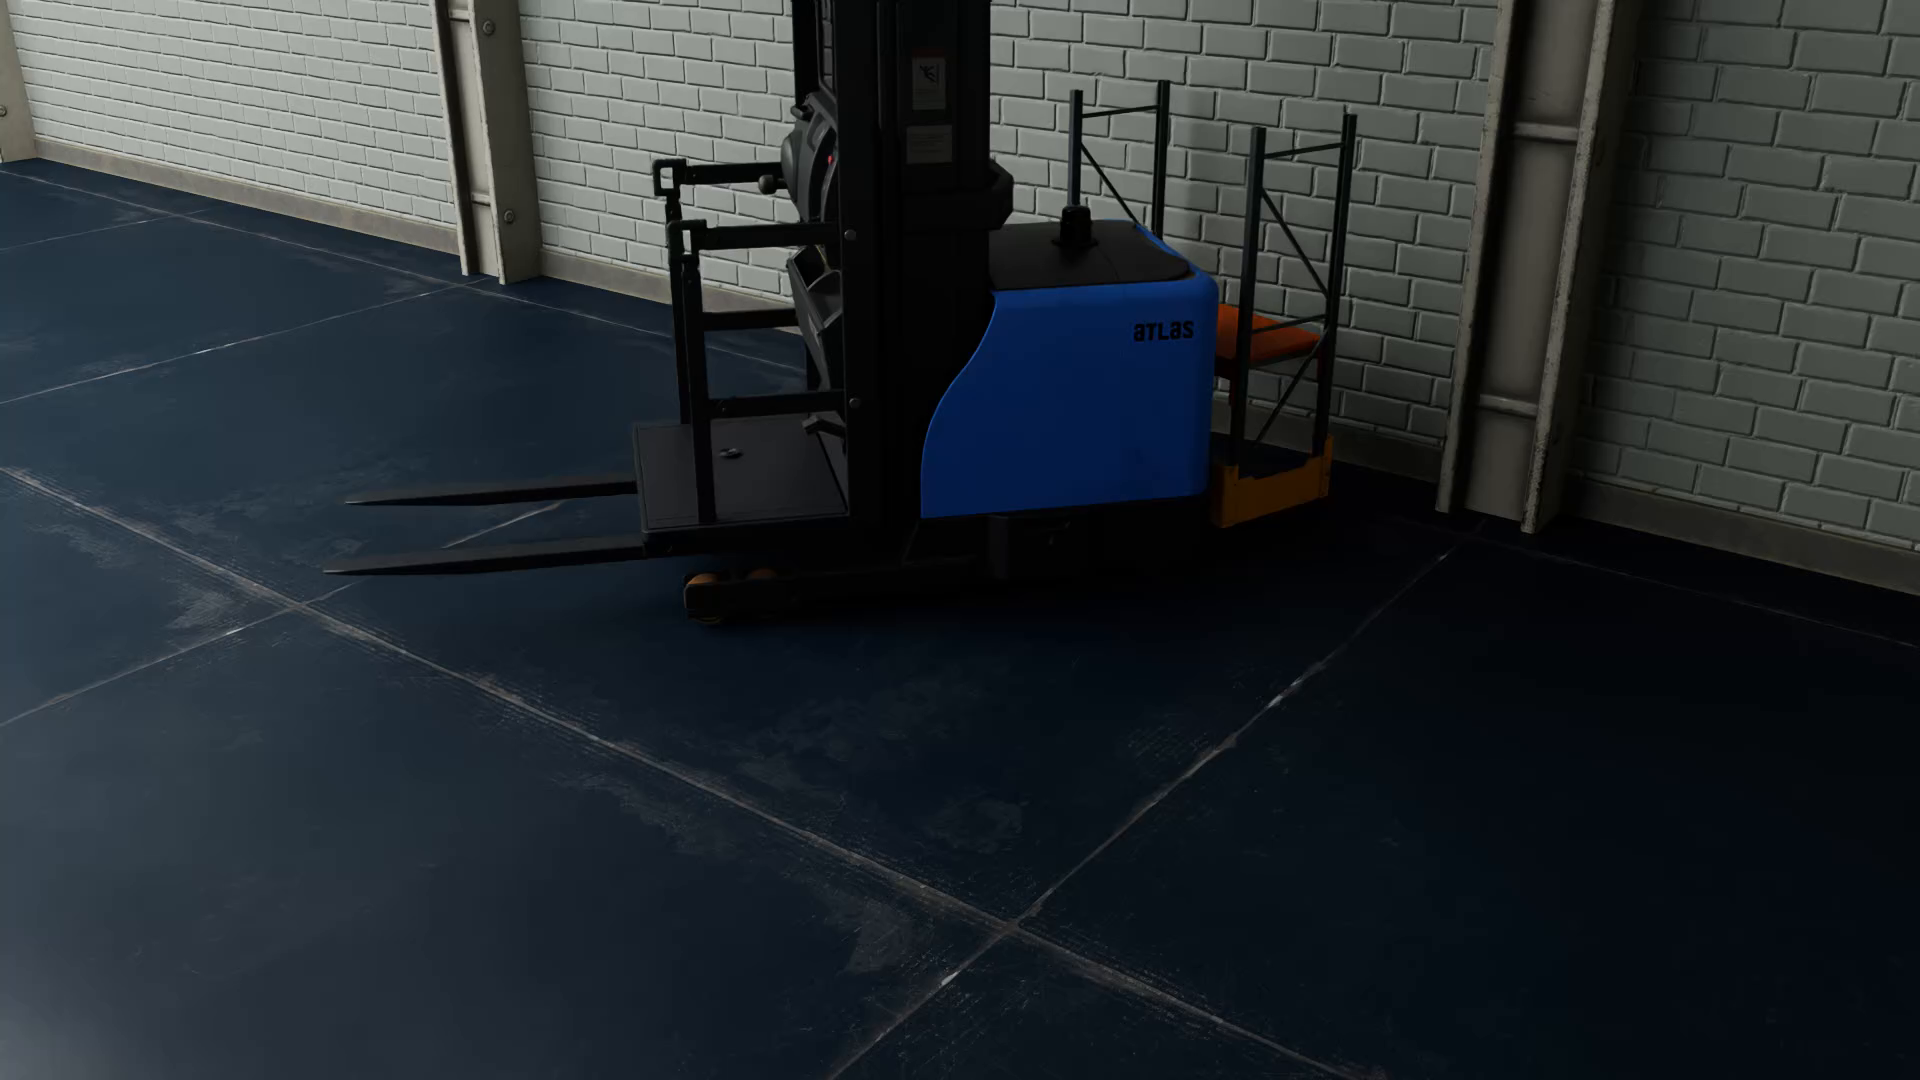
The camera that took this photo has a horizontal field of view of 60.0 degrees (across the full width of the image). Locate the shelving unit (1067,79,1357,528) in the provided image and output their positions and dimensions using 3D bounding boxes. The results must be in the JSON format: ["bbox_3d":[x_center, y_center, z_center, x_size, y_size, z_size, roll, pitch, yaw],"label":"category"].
[{"bbox_3d":[0.933,-0.975,6.603,0.587,1.500,1.083,-16,28,-32],"label":"shelving unit"}]

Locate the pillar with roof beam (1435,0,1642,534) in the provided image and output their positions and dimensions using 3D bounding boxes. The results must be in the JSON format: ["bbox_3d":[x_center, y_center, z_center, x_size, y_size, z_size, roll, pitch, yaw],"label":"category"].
[{"bbox_3d":[-0.471,-2.848,1.554,0.400,9.000,9.100,17,29,33],"label":"pillar with roof beam"}]

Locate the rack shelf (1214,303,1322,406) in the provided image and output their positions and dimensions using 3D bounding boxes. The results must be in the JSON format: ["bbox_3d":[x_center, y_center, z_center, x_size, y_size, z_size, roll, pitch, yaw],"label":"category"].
[{"bbox_3d":[0.938,-0.807,6.669,0.538,0.185,1.000,-16,28,-32],"label":"rack shelf"}]

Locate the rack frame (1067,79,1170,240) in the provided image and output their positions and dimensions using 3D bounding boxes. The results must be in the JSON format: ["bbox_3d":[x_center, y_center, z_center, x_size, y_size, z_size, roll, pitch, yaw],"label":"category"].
[{"bbox_3d":[0.647,-1.140,6.978,0.500,1.500,0.032,-16,28,-32],"label":"rack frame"}]

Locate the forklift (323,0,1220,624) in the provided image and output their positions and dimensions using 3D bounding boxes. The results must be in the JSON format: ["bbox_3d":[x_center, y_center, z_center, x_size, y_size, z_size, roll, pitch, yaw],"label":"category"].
[{"bbox_3d":[-0.681,-1.291,5.545,3.031,2.935,1.130,-5,24,-11],"label":"forklift"}]

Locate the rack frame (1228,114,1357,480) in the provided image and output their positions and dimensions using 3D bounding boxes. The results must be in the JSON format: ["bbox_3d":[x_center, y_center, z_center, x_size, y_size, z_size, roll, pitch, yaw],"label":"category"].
[{"bbox_3d":[1.229,-0.804,6.215,0.500,1.500,0.032,-16,28,-32],"label":"rack frame"}]

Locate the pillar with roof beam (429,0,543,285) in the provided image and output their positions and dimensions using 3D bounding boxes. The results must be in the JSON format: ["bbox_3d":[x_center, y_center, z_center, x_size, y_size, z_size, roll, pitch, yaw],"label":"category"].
[{"bbox_3d":[-5.272,-4.299,4.847,0.400,9.000,9.100,17,29,33],"label":"pillar with roof beam"}]

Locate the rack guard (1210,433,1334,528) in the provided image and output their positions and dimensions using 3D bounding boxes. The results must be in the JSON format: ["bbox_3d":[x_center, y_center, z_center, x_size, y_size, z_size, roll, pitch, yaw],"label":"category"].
[{"bbox_3d":[1.218,-0.238,6.481,0.587,0.250,0.087,-16,28,-32],"label":"rack guard"}]

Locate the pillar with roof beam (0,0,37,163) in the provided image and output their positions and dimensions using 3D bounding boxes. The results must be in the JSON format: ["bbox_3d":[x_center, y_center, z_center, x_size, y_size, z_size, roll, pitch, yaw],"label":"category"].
[{"bbox_3d":[-10.073,-5.750,8.140,0.400,9.000,9.100,17,29,33],"label":"pillar with roof beam"}]
